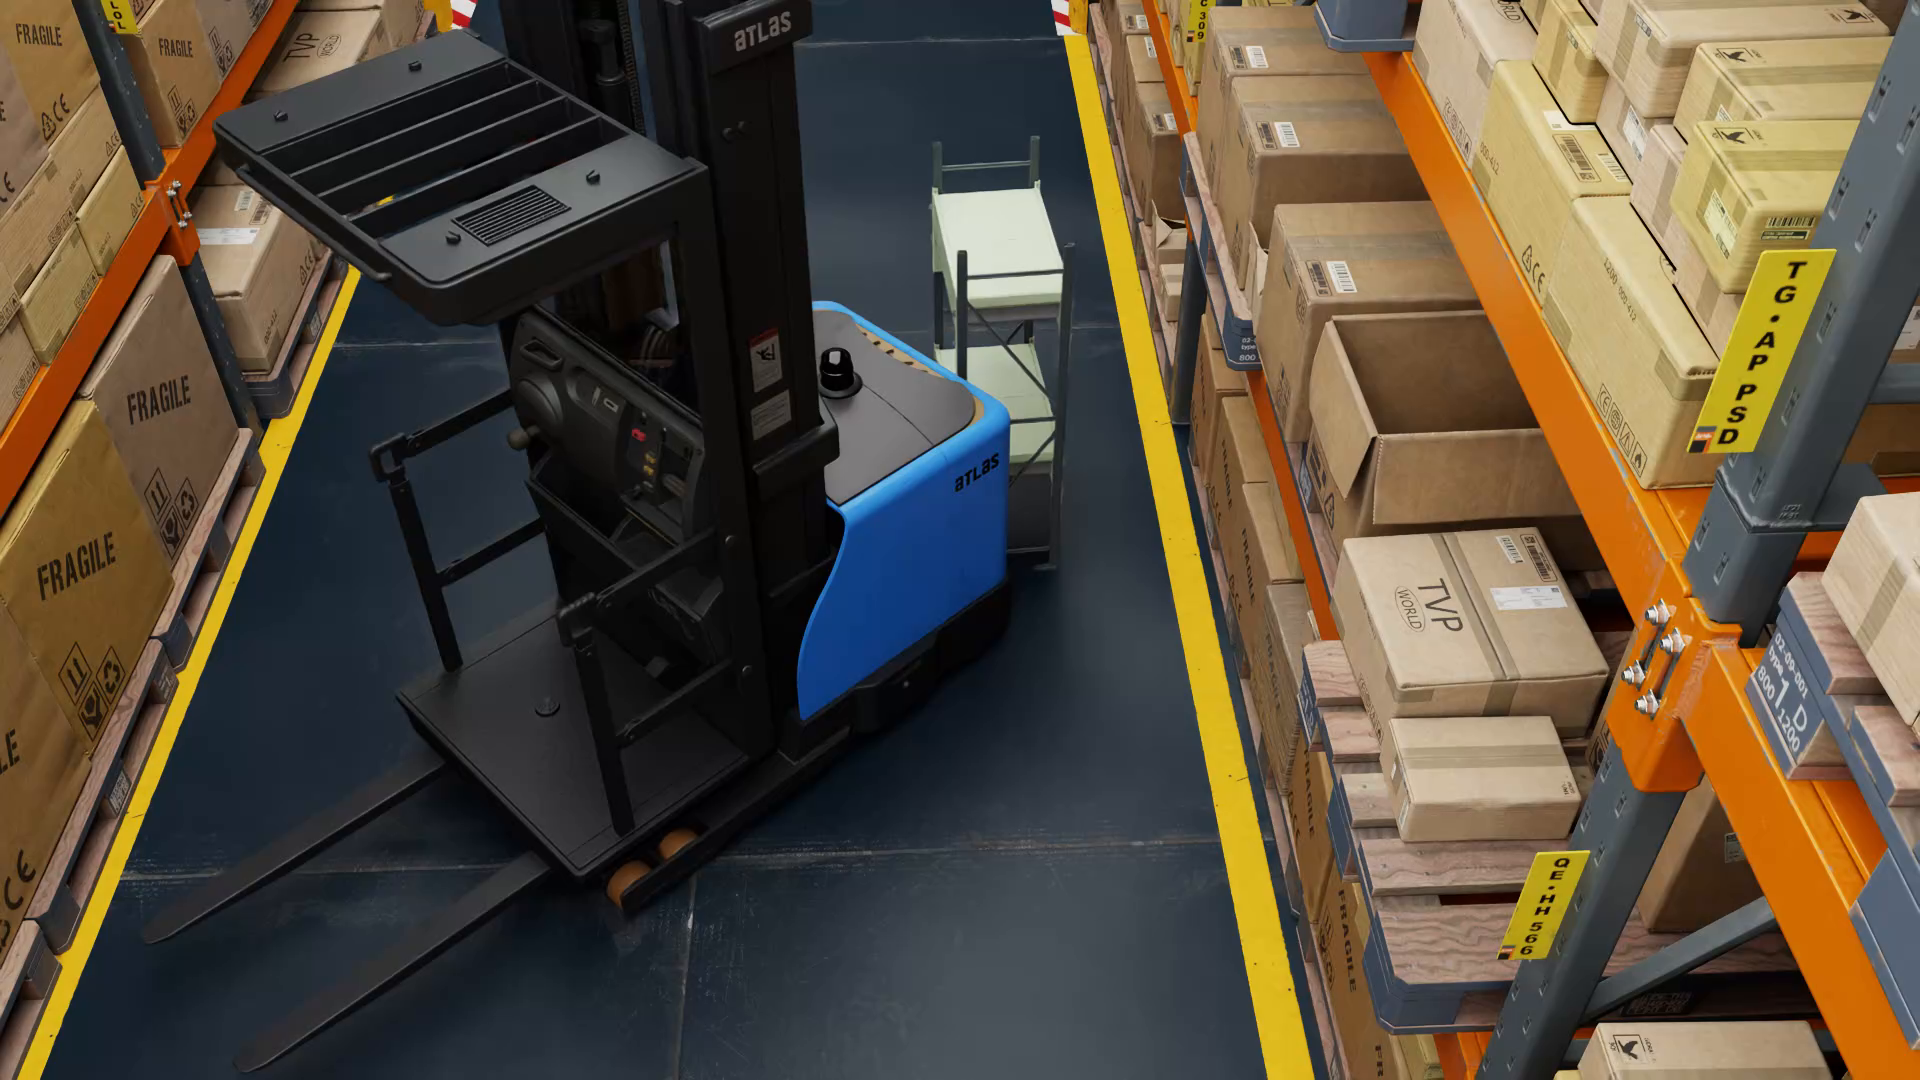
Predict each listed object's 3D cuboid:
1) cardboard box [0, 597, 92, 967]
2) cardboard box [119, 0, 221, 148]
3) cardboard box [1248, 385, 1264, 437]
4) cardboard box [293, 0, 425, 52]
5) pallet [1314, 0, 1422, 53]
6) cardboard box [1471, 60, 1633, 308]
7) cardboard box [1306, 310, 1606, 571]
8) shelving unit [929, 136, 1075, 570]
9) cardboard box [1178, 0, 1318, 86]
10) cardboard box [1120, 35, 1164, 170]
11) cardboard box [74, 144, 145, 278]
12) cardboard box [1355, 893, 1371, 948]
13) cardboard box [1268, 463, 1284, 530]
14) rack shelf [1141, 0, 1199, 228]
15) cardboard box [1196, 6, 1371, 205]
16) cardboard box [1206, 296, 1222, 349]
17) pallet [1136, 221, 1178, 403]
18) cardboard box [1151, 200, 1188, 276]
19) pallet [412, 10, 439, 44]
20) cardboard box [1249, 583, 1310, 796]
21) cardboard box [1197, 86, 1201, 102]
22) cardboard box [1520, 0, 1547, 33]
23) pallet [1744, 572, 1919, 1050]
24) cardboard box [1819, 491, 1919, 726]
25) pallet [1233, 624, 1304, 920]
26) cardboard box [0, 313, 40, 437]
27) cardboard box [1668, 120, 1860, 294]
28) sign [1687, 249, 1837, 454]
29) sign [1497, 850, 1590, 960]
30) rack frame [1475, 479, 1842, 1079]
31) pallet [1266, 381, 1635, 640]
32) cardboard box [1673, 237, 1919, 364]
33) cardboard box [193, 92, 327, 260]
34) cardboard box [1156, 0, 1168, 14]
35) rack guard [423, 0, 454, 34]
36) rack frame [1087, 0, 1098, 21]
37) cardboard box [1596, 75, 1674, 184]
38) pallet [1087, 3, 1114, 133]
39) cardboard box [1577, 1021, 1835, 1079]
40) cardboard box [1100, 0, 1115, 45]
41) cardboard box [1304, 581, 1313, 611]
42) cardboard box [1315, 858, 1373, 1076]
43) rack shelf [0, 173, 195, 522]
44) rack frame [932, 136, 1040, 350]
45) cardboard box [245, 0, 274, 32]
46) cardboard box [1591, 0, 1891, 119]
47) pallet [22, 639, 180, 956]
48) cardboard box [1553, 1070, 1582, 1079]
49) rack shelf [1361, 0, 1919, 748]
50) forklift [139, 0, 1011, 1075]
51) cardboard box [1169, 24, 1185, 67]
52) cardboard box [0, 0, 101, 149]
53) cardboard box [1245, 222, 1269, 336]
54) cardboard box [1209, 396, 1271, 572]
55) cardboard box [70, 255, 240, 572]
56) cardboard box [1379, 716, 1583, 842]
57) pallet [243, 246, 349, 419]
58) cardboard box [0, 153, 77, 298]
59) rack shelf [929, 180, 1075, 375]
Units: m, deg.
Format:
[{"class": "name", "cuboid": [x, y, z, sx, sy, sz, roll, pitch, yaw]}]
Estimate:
[{"class": "cardboard box", "cuboid": [-3.342, 0.742, 4.982, 0.875, 0.875, 0.875, -1, 43, -1]}, {"class": "cardboard box", "cuboid": [-3.290, -1.877, 6.503, 0.500, 0.500, 0.500, 0, 43, 0]}, {"class": "cardboard box", "cuboid": [1.288, -0.525, 6.162, 0.380, 0.149, 0.250, -4, 43, -4]}, {"class": "cardboard box", "cuboid": [-3.574, -2.983, 9.370, 0.875, 0.438, 0.875, -3, 43, -3]}, {"class": "pallet", "cuboid": [1.432, -1.555, 4.145, 1.213, 0.211, 1.003, -2, 43, -2]}, {"class": "cardboard box", "cuboid": [1.311, -0.689, 3.173, 0.500, 0.250, 0.500, -2, 43, -2]}, {"class": "cardboard box", "cuboid": [1.343, -0.250, 4.415, 0.797, 0.503, 0.637, -3, 43, -3]}, {"class": "shelving unit", "cuboid": [0.143, -0.676, 6.378, 0.431, 1.500, 0.755, -5, 43, -5]}, {"class": "cardboard box", "cuboid": [1.162, -2.052, 6.659, 0.500, 0.250, 0.500, -1, 43, -1]}, {"class": "cardboard box", "cuboid": [1.109, -2.241, 8.514, 0.500, 0.500, 0.500, -1, 43, -1]}, {"class": "cardboard box", "cuboid": [-3.261, -1.165, 5.912, 0.500, 0.250, 0.500, -3, 43, -3]}, {"class": "cardboard box", "cuboid": [1.280, 1.058, 4.435, 0.380, 0.149, 0.250, -4, 43, -4]}, {"class": "cardboard box", "cuboid": [1.286, -0.171, 5.776, 0.380, 0.149, 0.250, -2, 43, -2]}, {"class": "rack shelf", "cuboid": [1.342, -2.745, 8.058, 1.077, 0.370, 4.000, -2, 43, -2]}, {"class": "cardboard box", "cuboid": [1.224, -1.519, 5.803, 0.700, 0.500, 0.500, -1, 43, -1]}, {"class": "cardboard box", "cuboid": [1.177, -0.883, 6.553, 0.380, 0.149, 0.250, 0, 43, 0]}, {"class": "pallet", "cuboid": [1.399, -1.096, 7.790, 1.003, 0.211, 1.213, -2, 43, -2]}, {"class": "cardboard box", "cuboid": [1.095, -1.416, 7.788, 0.396, 0.266, 0.258, 0, 43, 0]}, {"class": "pallet", "cuboid": [-3.590, -2.650, 9.485, 1.003, 0.211, 1.213, -2, 43, -2]}, {"class": "cardboard box", "cuboid": [1.288, 0.486, 5.539, 0.500, 0.500, 0.500, -3, 43, -3]}, {"class": "cardboard box", "cuboid": [1.161, -1.776, 6.653, 0.380, 0.149, 0.250, -1, 43, -1]}, {"class": "cardboard box", "cuboid": [1.349, -1.080, 3.304, 0.380, 0.149, 0.250, -1, 43, -1]}, {"class": "pallet", "cuboid": [1.715, 0.459, 1.949, 1.213, 0.211, 1.003, 0, 43, 0]}, {"class": "cardboard box", "cuboid": [1.308, 0.073, 2.019, 0.380, 0.166, 0.250, -2, 43, -2]}, {"class": "pallet", "cuboid": [1.554, 0.741, 5.785, 1.003, 0.211, 1.213, -2, 43, -2]}, {"class": "cardboard box", "cuboid": [-3.238, -0.480, 5.164, 0.500, 0.250, 0.500, -3, 43, -3]}, {"class": "cardboard box", "cuboid": [1.287, -0.491, 2.441, 0.380, 0.149, 0.250, 0, 43, 0]}, {"class": "sign", "cuboid": [1.055, -0.242, 2.192, 0.100, 0.325, 0.005, -2, 43, -2]}, {"class": "sign", "cuboid": [1.055, 0.664, 3.007, 0.100, 0.325, 0.005, -2, 43, -2]}, {"class": "rack frame", "cuboid": [1.597, 1.040, 3.396, 1.000, 3.000, 0.127, -2, 43, -2]}, {"class": "pallet", "cuboid": [1.510, -0.202, 4.893, 1.003, 0.211, 1.213, -2, 43, -2]}, {"class": "cardboard box", "cuboid": [1.341, -0.390, 2.552, 0.380, 0.149, 0.250, -1, 43, -1]}, {"class": "cardboard box", "cuboid": [-3.490, -1.757, 8.032, 0.875, 0.438, 0.875, -3, 43, -3]}, {"class": "cardboard box", "cuboid": [1.070, -2.475, 7.416, 0.380, 0.149, 0.250, -2, 43, -2]}, {"class": "rack guard", "cuboid": [-3.703, -3.311, 9.992, 1.175, 0.500, 0.348, -2, 43, -2]}, {"class": "rack frame", "cuboid": [1.257, -4.361, 9.288, 1.000, 3.000, 0.127, -2, 43, -2]}, {"class": "cardboard box", "cuboid": [1.364, -0.744, 2.937, 0.380, 0.149, 0.250, -1, 43, -1]}, {"class": "pallet", "cuboid": [1.295, -2.743, 9.587, 1.003, 0.211, 1.213, -2, 43, -2]}, {"class": "cardboard box", "cuboid": [1.316, 0.988, 2.899, 0.380, 0.149, 0.250, 0, 43, -1]}, {"class": "cardboard box", "cuboid": [1.189, -3.180, 9.536, 0.797, 0.503, 0.637, -3, 43, -3]}, {"class": "cardboard box", "cuboid": [1.335, 0.178, 5.395, 0.380, 0.149, 0.250, -1, 43, -2]}, {"class": "cardboard box", "cuboid": [1.354, 1.189, 4.772, 0.500, 0.500, 0.500, -2, 43, -2]}, {"class": "rack shelf", "cuboid": [-3.447, 0.100, 4.954, 1.077, 0.370, 4.000, -2, 43, -2]}, {"class": "rack frame", "cuboid": [0.096, -0.921, 6.645, 0.400, 1.500, 0.023, -5, 43, -5]}, {"class": "cardboard box", "cuboid": [-3.322, -2.552, 7.241, 0.500, 0.500, 0.500, -1, 43, -2]}, {"class": "cardboard box", "cuboid": [1.319, -0.849, 2.833, 0.380, 0.149, 0.250, -3, 43, -3]}, {"class": "pallet", "cuboid": [-3.369, 0.857, 5.659, 1.003, 0.211, 1.213, -2, 43, -2]}, {"class": "cardboard box", "cuboid": [1.347, 1.218, 2.942, 0.500, 0.250, 0.500, -2, 43, -2]}, {"class": "rack shelf", "cuboid": [1.512, -1.151, 4.098, 1.077, 0.370, 4.000, -2, 43, -2]}, {"class": "forklift", "cuboid": [-1.212, -0.268, 4.873, 3.031, 2.935, 1.130, -34, 52, -31]}, {"class": "cardboard box", "cuboid": [1.093, -2.126, 7.035, 0.380, 0.149, 0.250, -1, 43, -1]}, {"class": "cardboard box", "cuboid": [-3.262, -1.627, 5.491, 0.500, 0.500, 0.500, 0, 43, 0]}, {"class": "cardboard box", "cuboid": [1.103, -0.817, 5.210, 0.396, 0.266, 0.258, 0, 43, 0]}, {"class": "cardboard box", "cuboid": [1.255, -0.202, 6.289, 0.500, 0.500, 0.500, -2, 43, -2]}, {"class": "cardboard box", "cuboid": [-3.426, -0.471, 6.305, 0.875, 0.875, 0.875, 0, 43, 0]}, {"class": "cardboard box", "cuboid": [1.186, 0.545, 3.810, 0.380, 0.149, 0.250, -1, 43, -1]}, {"class": "pallet", "cuboid": [-3.486, -1.003, 7.688, 1.003, 0.211, 1.213, -2, 43, -2]}, {"class": "cardboard box", "cuboid": [-3.242, -1.017, 5.380, 0.500, 0.250, 0.500, -1, 43, -1]}, {"class": "rack shelf", "cuboid": [0.143, -0.964, 6.114, 0.431, 0.370, 0.720, -5, 43, -5]}]
